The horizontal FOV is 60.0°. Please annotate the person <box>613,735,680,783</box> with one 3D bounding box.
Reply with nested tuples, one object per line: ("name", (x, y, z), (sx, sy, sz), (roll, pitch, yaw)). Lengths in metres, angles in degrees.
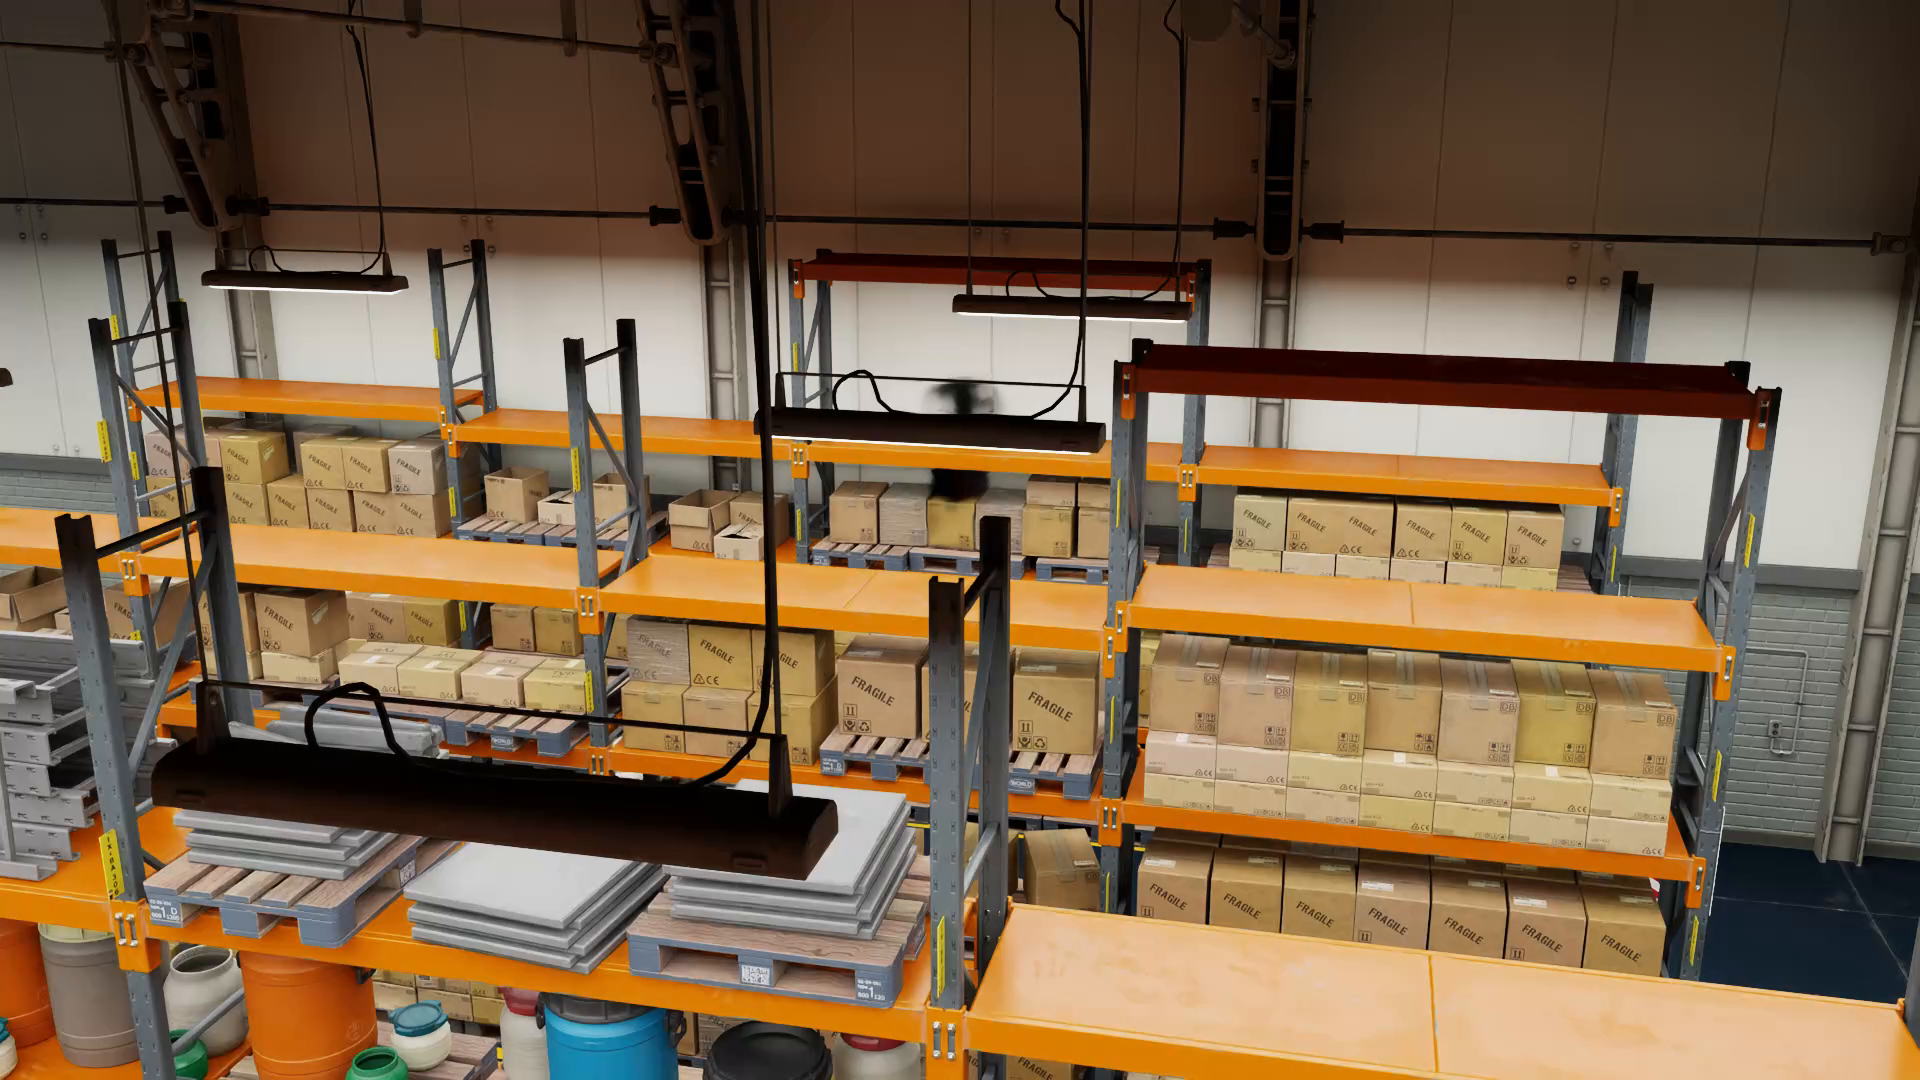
("person", (-3.044, 2.655, 16.186), (0.784, 1.713, 0.817), (9, 19, 29))
